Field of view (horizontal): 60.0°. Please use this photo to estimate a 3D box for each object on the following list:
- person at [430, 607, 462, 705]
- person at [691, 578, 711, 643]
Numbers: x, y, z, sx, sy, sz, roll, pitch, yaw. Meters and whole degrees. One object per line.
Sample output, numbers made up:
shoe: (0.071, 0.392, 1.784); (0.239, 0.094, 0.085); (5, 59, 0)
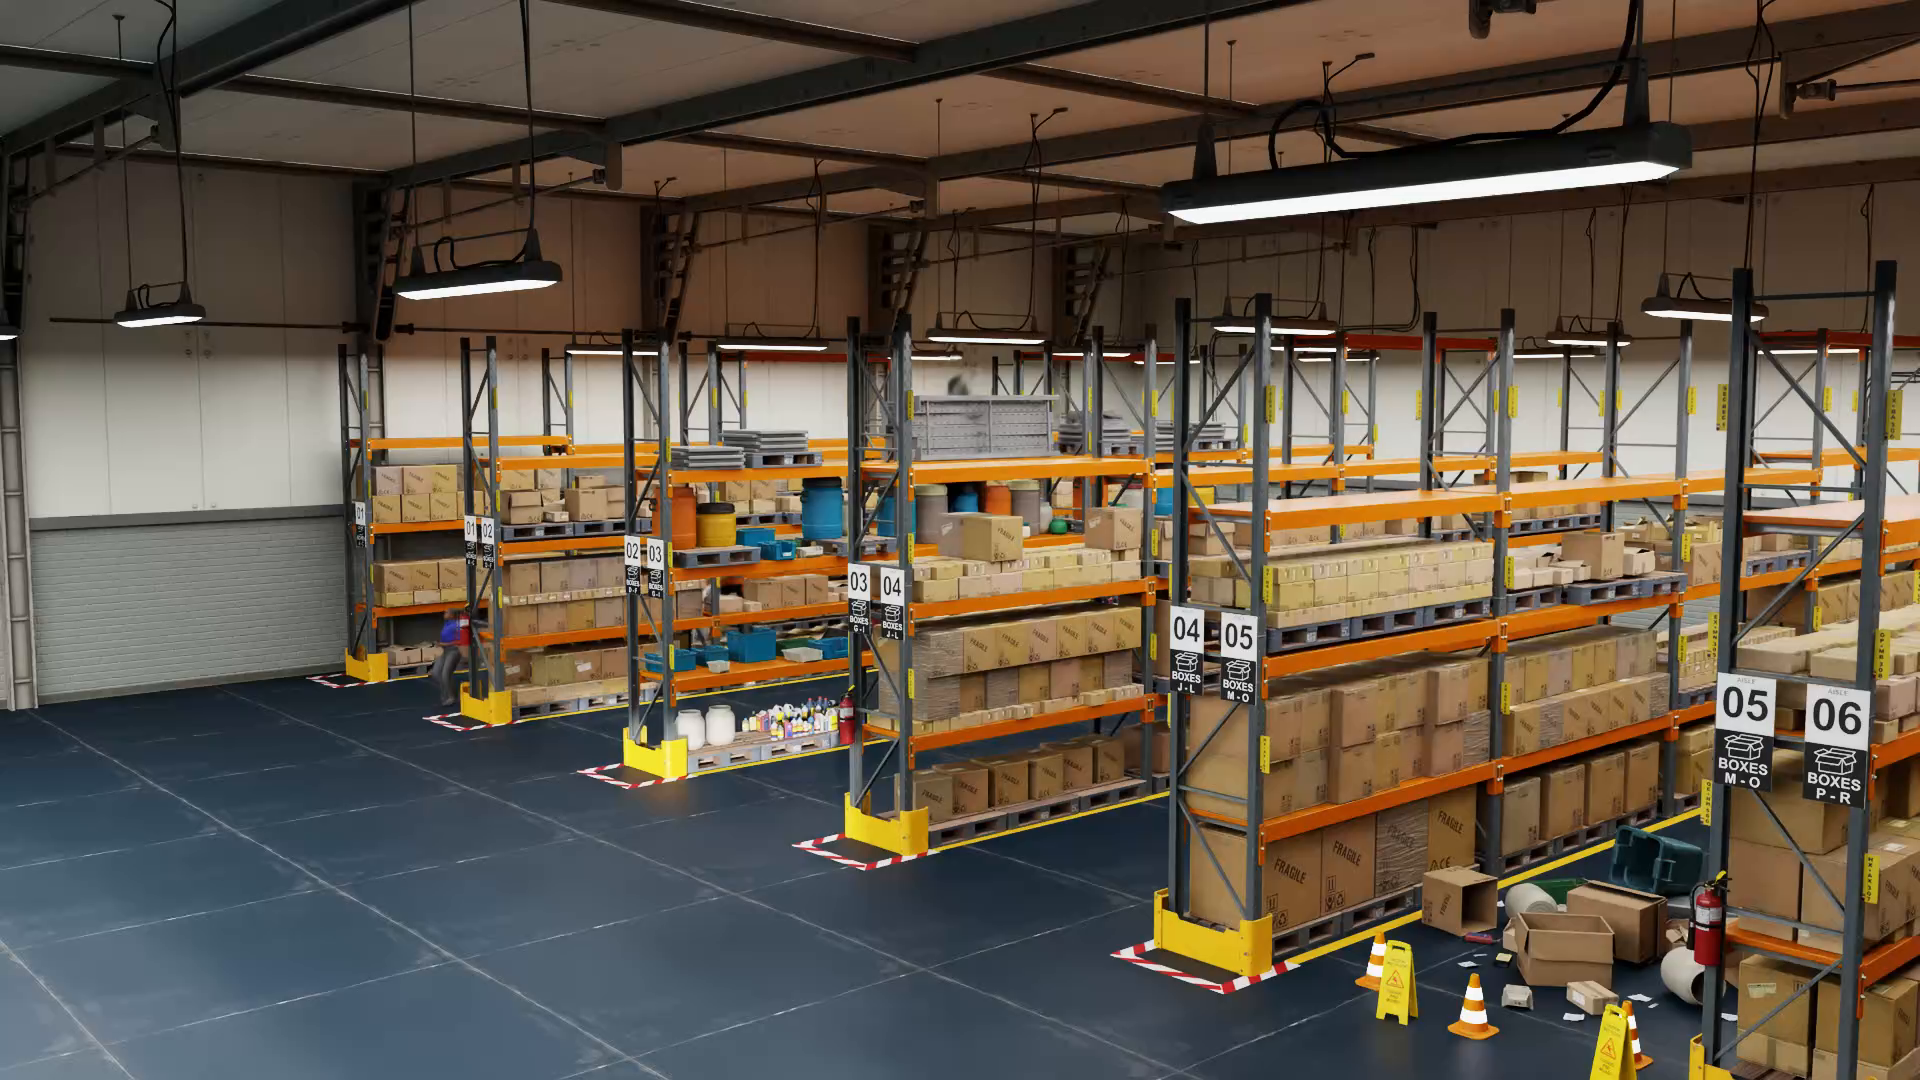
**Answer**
person: (-8.442, 1.925, 27.416); (0.528, 1.634, 0.558); (-4, 7, -41)
person: (-4.872, 1.455, 31.716); (0.663, 1.748, 0.780); (4, 7, 39)
